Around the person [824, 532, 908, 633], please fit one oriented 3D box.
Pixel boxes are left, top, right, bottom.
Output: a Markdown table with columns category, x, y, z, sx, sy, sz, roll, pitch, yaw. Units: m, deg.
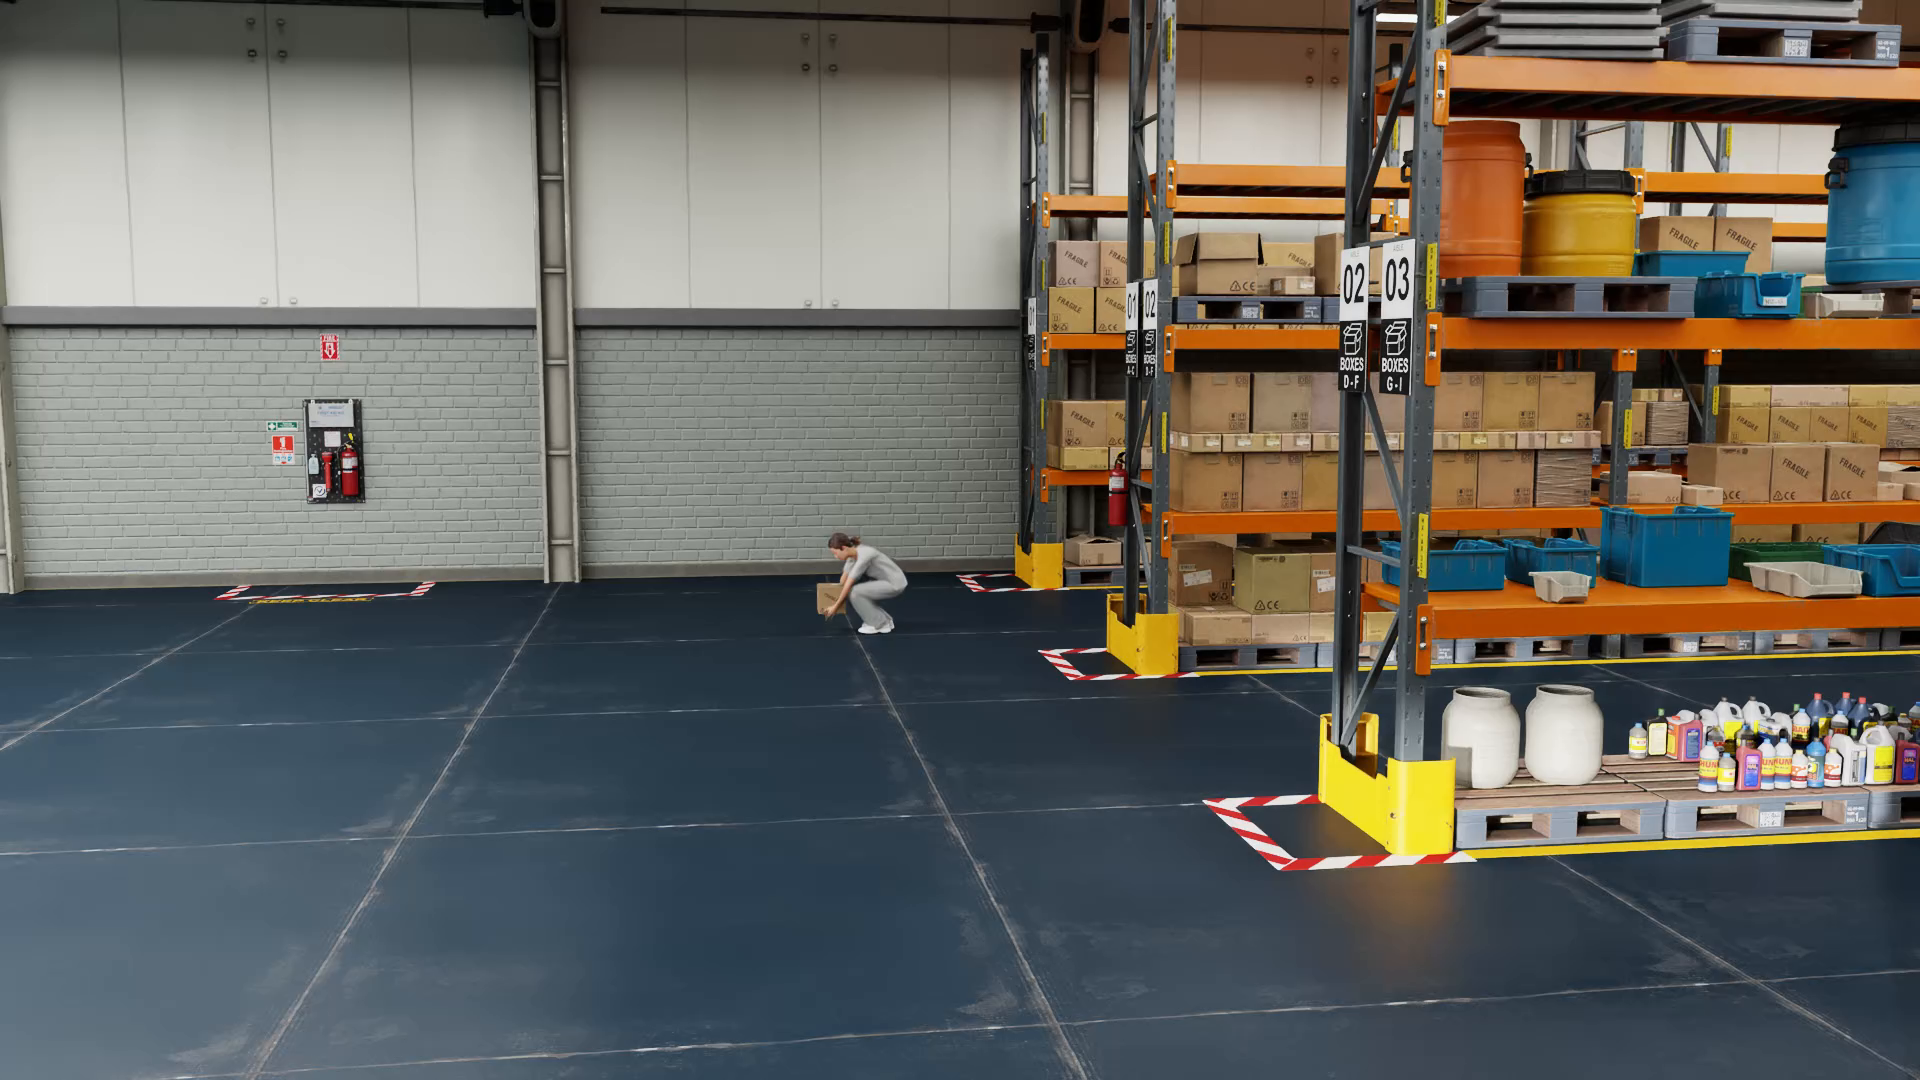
| category | x | y | z | sx | sy | sz | roll | pitch | yaw |
| --- | --- | --- | --- | --- | --- | --- | --- | --- | --- |
| person | -0.892 | 0.394 | 15.572 | 0.804 | 0.955 | 0.465 | -1 | 7 | -10 |
